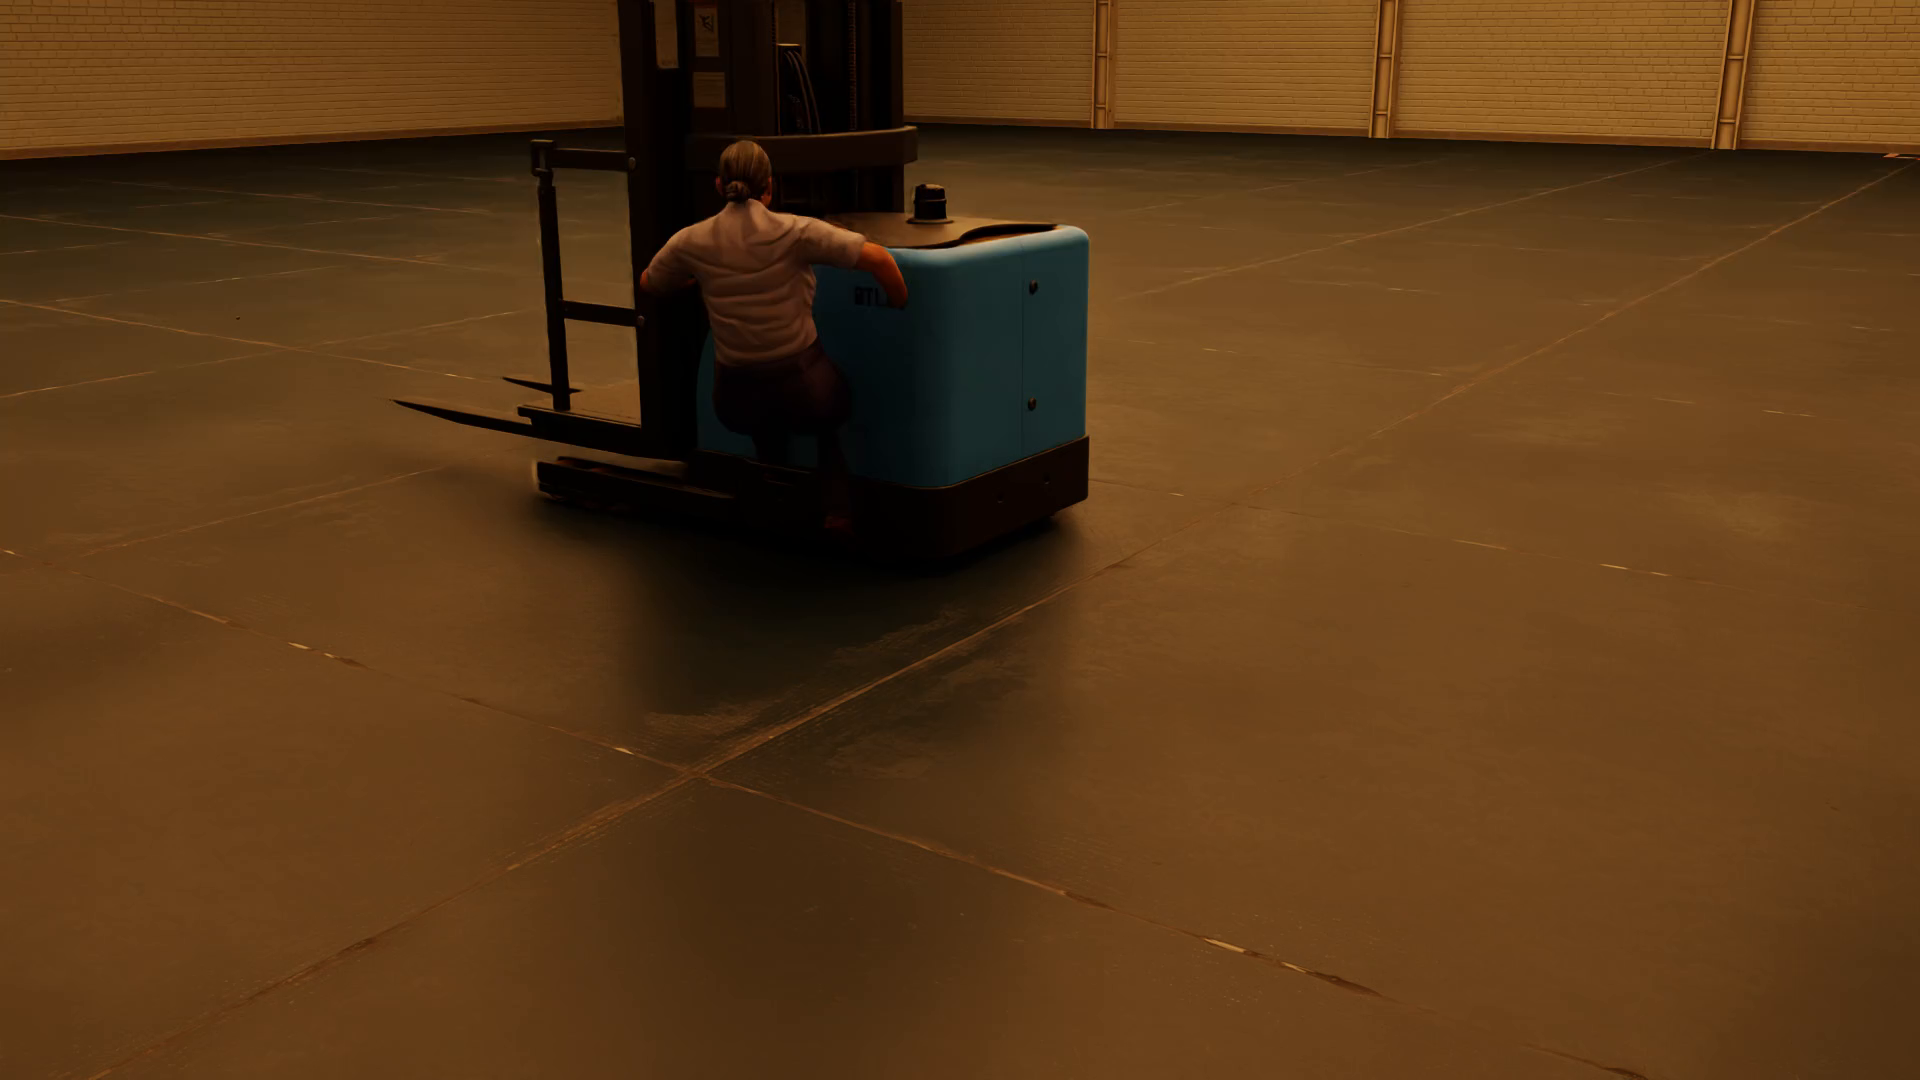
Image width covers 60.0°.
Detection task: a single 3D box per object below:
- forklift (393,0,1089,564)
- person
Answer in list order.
[{"bbox_3d":[-1.022,-1.631,6.287,3.031,2.935,1.130,11,20,33],"label":"forklift"},{"bbox_3d":[-0.577,-0.613,5.510,0.900,1.407,0.781,1,17,3],"label":"person"}]
